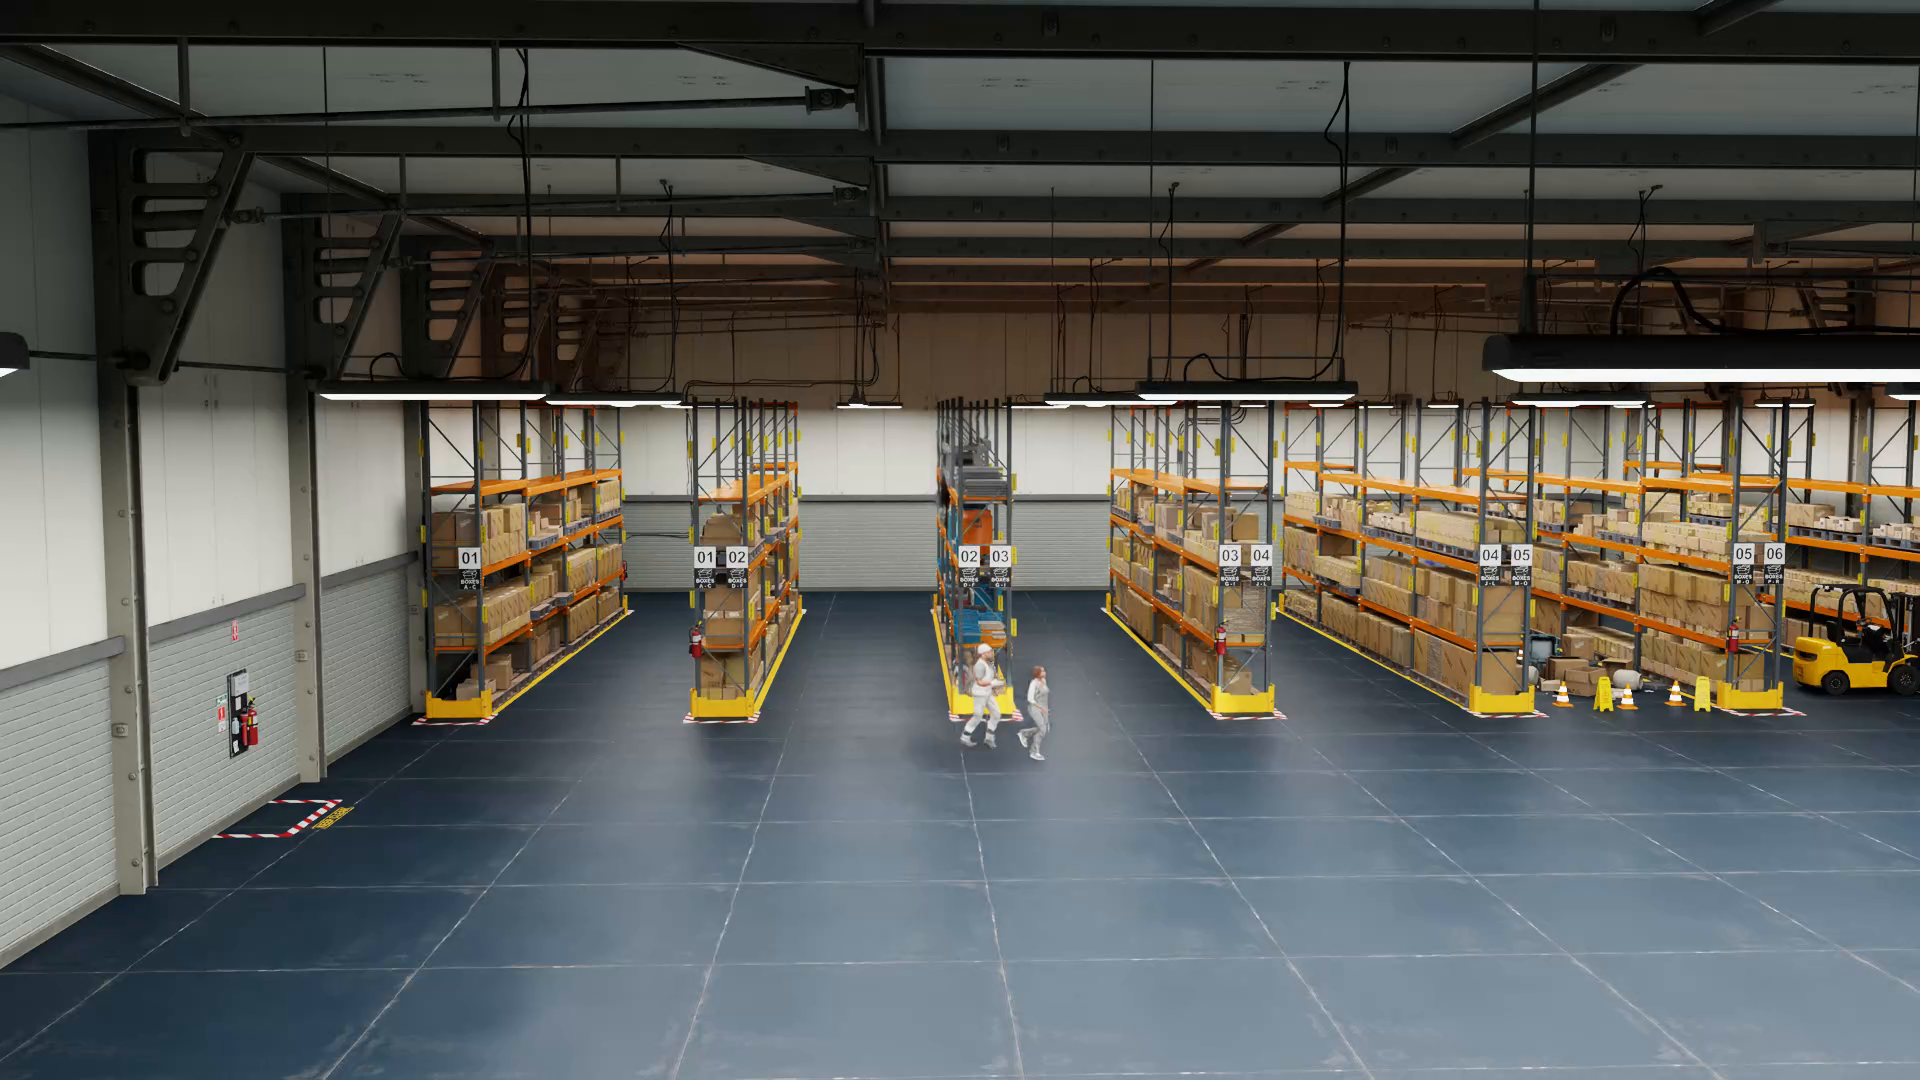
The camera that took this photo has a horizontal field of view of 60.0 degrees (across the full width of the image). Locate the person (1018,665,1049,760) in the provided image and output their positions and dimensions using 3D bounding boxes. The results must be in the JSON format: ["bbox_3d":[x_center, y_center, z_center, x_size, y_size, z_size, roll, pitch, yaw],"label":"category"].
[{"bbox_3d":[1.233,2.833,27.472,0.610,1.573,0.554,2,5,29],"label":"person"}]

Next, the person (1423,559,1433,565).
[{"bbox_3d":[13.835,1.156,49.309,0.572,1.516,0.622,0,4,1],"label":"person"}]

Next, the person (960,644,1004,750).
[{"bbox_3d":[0.399,2.669,28.156,0.805,1.837,0.591,2,5,21],"label":"person"}]

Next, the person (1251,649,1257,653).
[{"bbox_3d":[6.950,1.882,39.591,0.742,1.554,0.934,0,4,-4],"label":"person"}]
